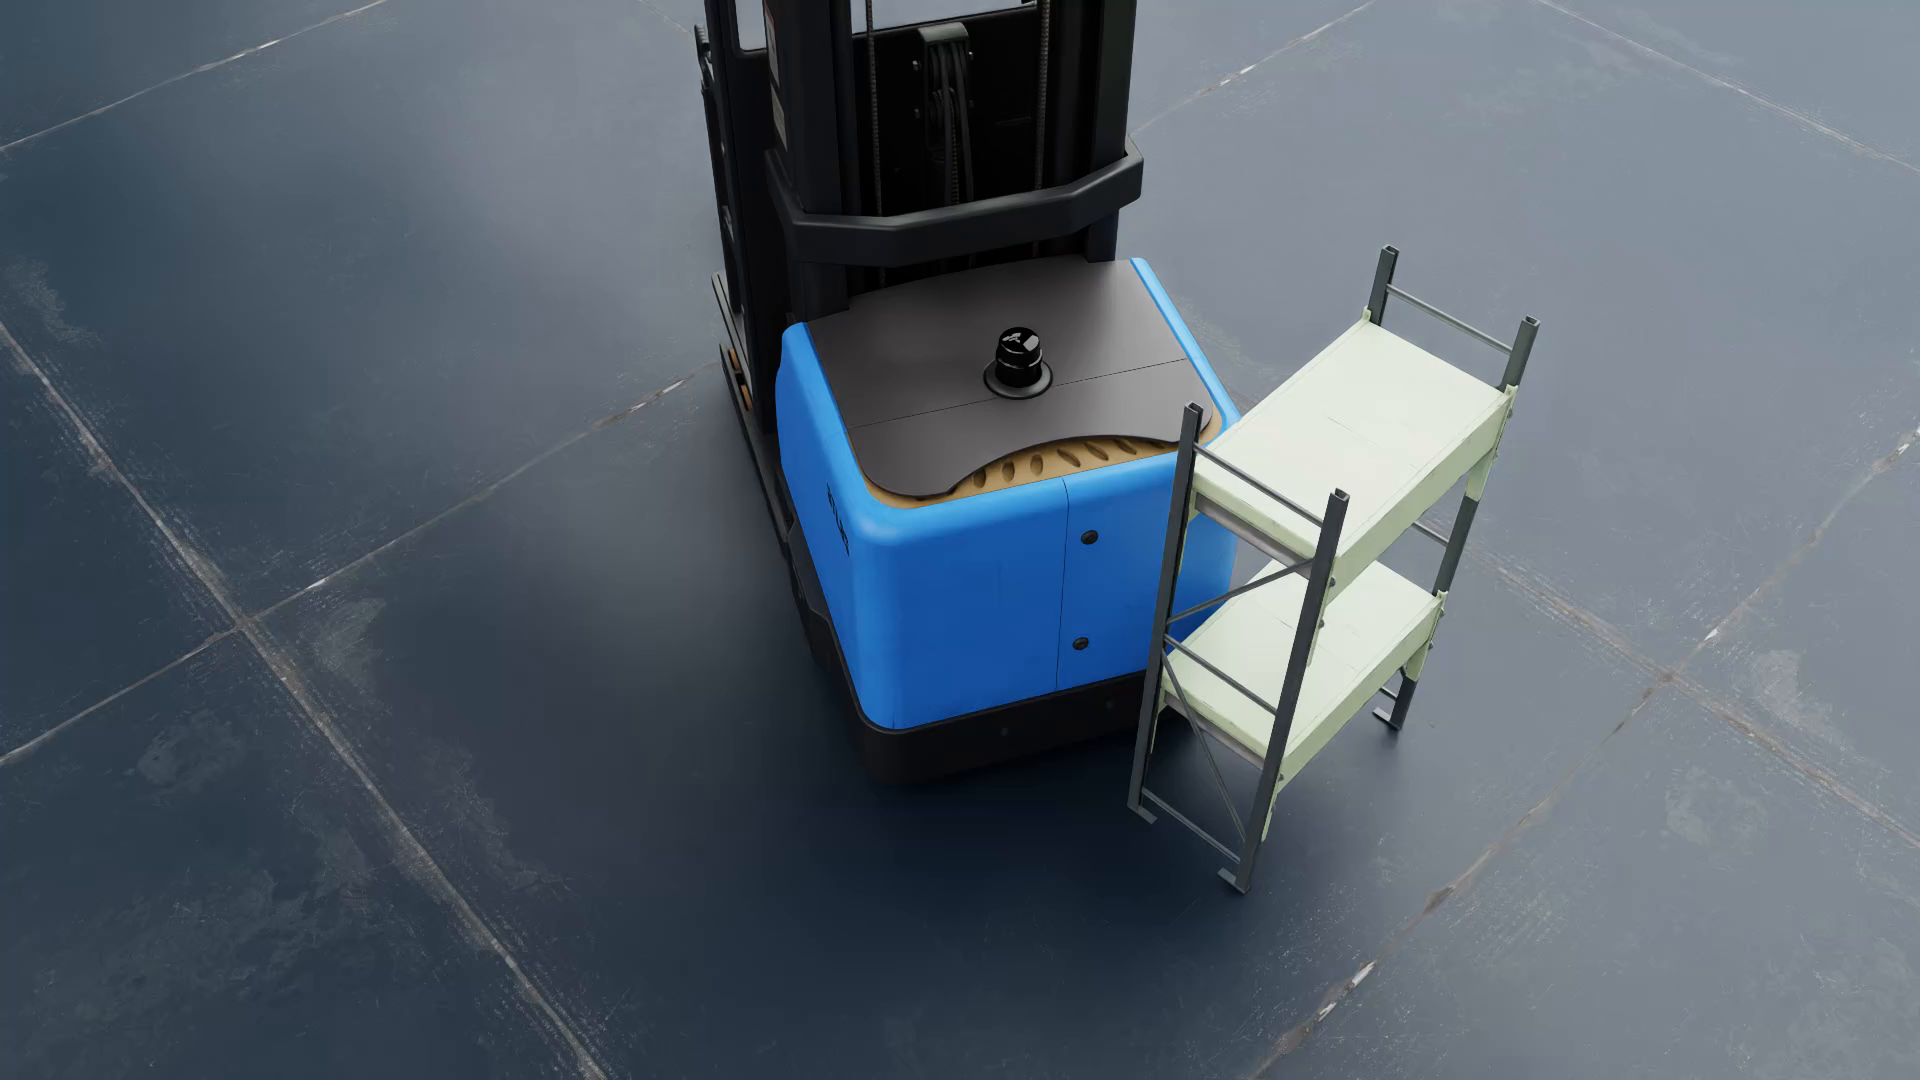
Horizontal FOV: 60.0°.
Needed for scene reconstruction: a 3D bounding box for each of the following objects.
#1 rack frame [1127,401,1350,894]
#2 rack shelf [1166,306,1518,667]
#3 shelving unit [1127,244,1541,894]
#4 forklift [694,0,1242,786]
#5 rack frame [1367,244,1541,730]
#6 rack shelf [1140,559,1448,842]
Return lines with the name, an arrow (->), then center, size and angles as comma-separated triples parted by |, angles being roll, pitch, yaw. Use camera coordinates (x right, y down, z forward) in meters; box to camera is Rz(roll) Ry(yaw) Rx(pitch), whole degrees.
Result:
rack frame -> 0.616, 0.321, 3.931 | 0.400, 1.500, 0.023 | 35, 56, 27
rack shelf -> 0.870, -0.137, 3.823 | 0.431, 0.370, 0.720 | 35, 56, 27
shelving unit -> 0.867, 0.126, 4.111 | 0.431, 1.500, 0.755 | 35, 56, 27
forklift -> -0.182, -1.432, 4.577 | 1.130, 2.935, 3.031 | -13, 49, -11
rack frame -> 1.119, -0.070, 4.291 | 0.400, 1.500, 0.023 | 35, 56, 27
rack shelf -> 0.865, 0.345, 4.352 | 0.431, 0.370, 0.720 | 35, 56, 27
